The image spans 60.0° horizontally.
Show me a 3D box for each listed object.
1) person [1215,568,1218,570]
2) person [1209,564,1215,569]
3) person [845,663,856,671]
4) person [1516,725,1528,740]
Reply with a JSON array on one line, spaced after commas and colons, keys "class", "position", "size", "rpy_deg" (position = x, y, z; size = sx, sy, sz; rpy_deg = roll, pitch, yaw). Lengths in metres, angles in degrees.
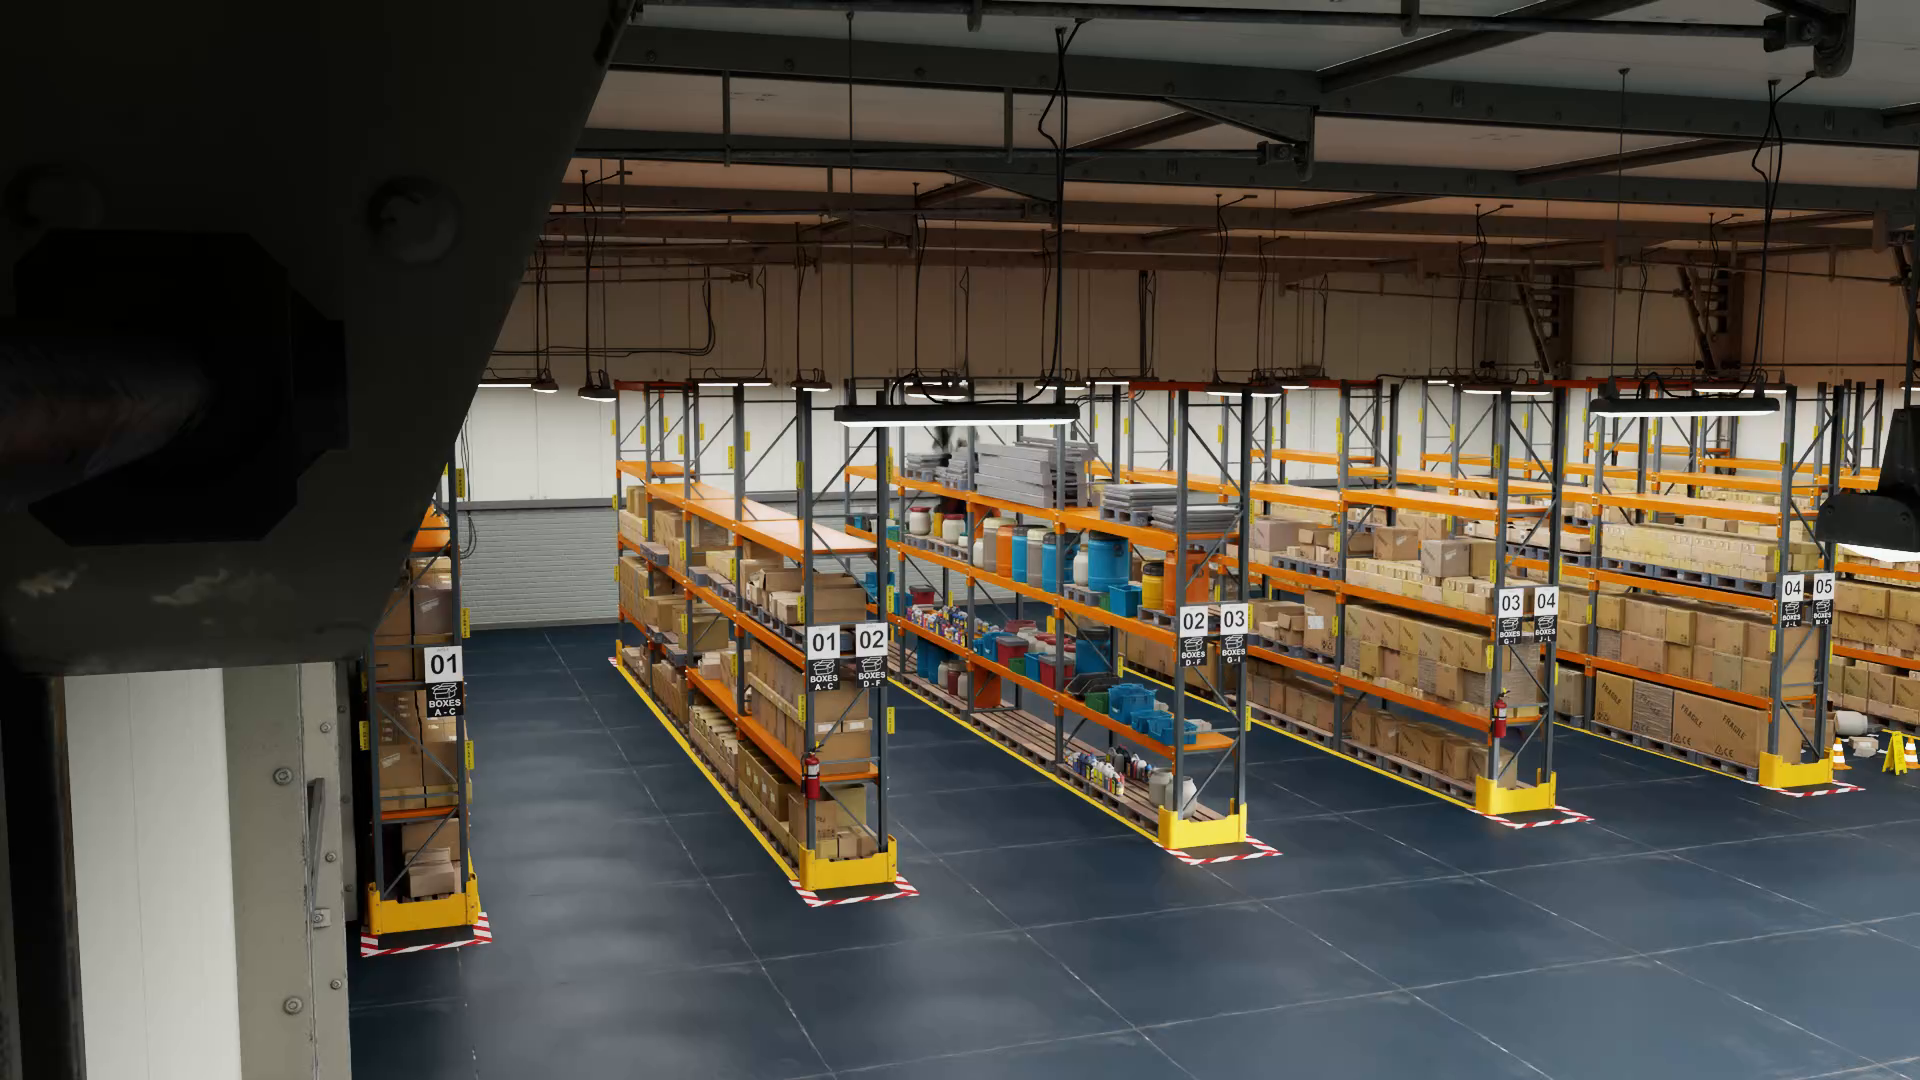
[{"class": "person", "position": [5.927, 1.441, 38.805], "size": [0.693, 1.599, 0.573], "rpy_deg": [-1, 6, -13]}, {"class": "person", "position": [5.832, 1.189, 40.408], "size": [0.755, 1.807, 0.713], "rpy_deg": [3, 7, 24]}, {"class": "person", "position": [-2.030, 2.013, 30.478], "size": [0.604, 1.658, 0.716], "rpy_deg": [-2, 6, -18]}, {"class": "person", "position": [9.513, 2.515, 28.562], "size": [0.574, 1.663, 1.092], "rpy_deg": [-2, 7, -22]}]
